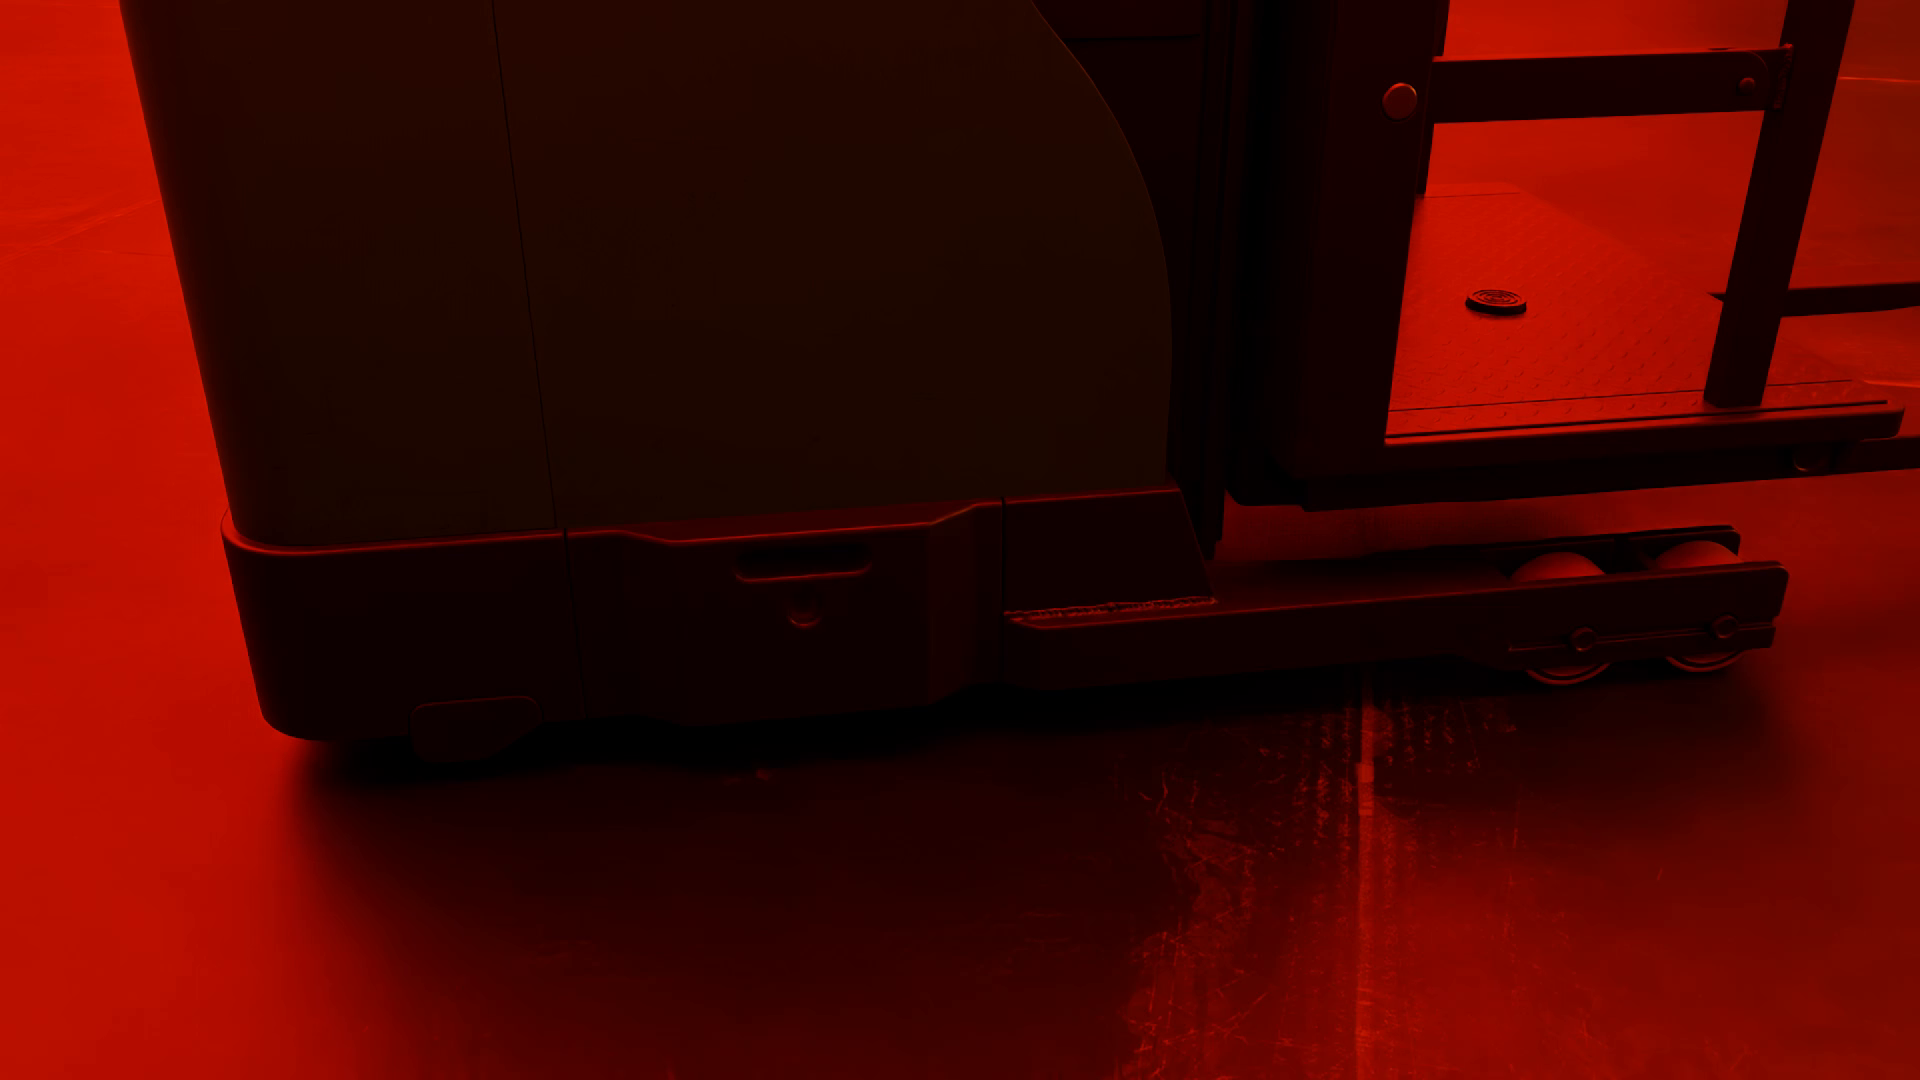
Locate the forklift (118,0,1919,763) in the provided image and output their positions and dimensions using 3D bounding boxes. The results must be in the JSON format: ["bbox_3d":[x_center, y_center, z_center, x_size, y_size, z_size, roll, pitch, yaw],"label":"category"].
[{"bbox_3d":[0.600,-1.354,1.930,3.031,2.935,1.130,-4,27,-9],"label":"forklift"}]
